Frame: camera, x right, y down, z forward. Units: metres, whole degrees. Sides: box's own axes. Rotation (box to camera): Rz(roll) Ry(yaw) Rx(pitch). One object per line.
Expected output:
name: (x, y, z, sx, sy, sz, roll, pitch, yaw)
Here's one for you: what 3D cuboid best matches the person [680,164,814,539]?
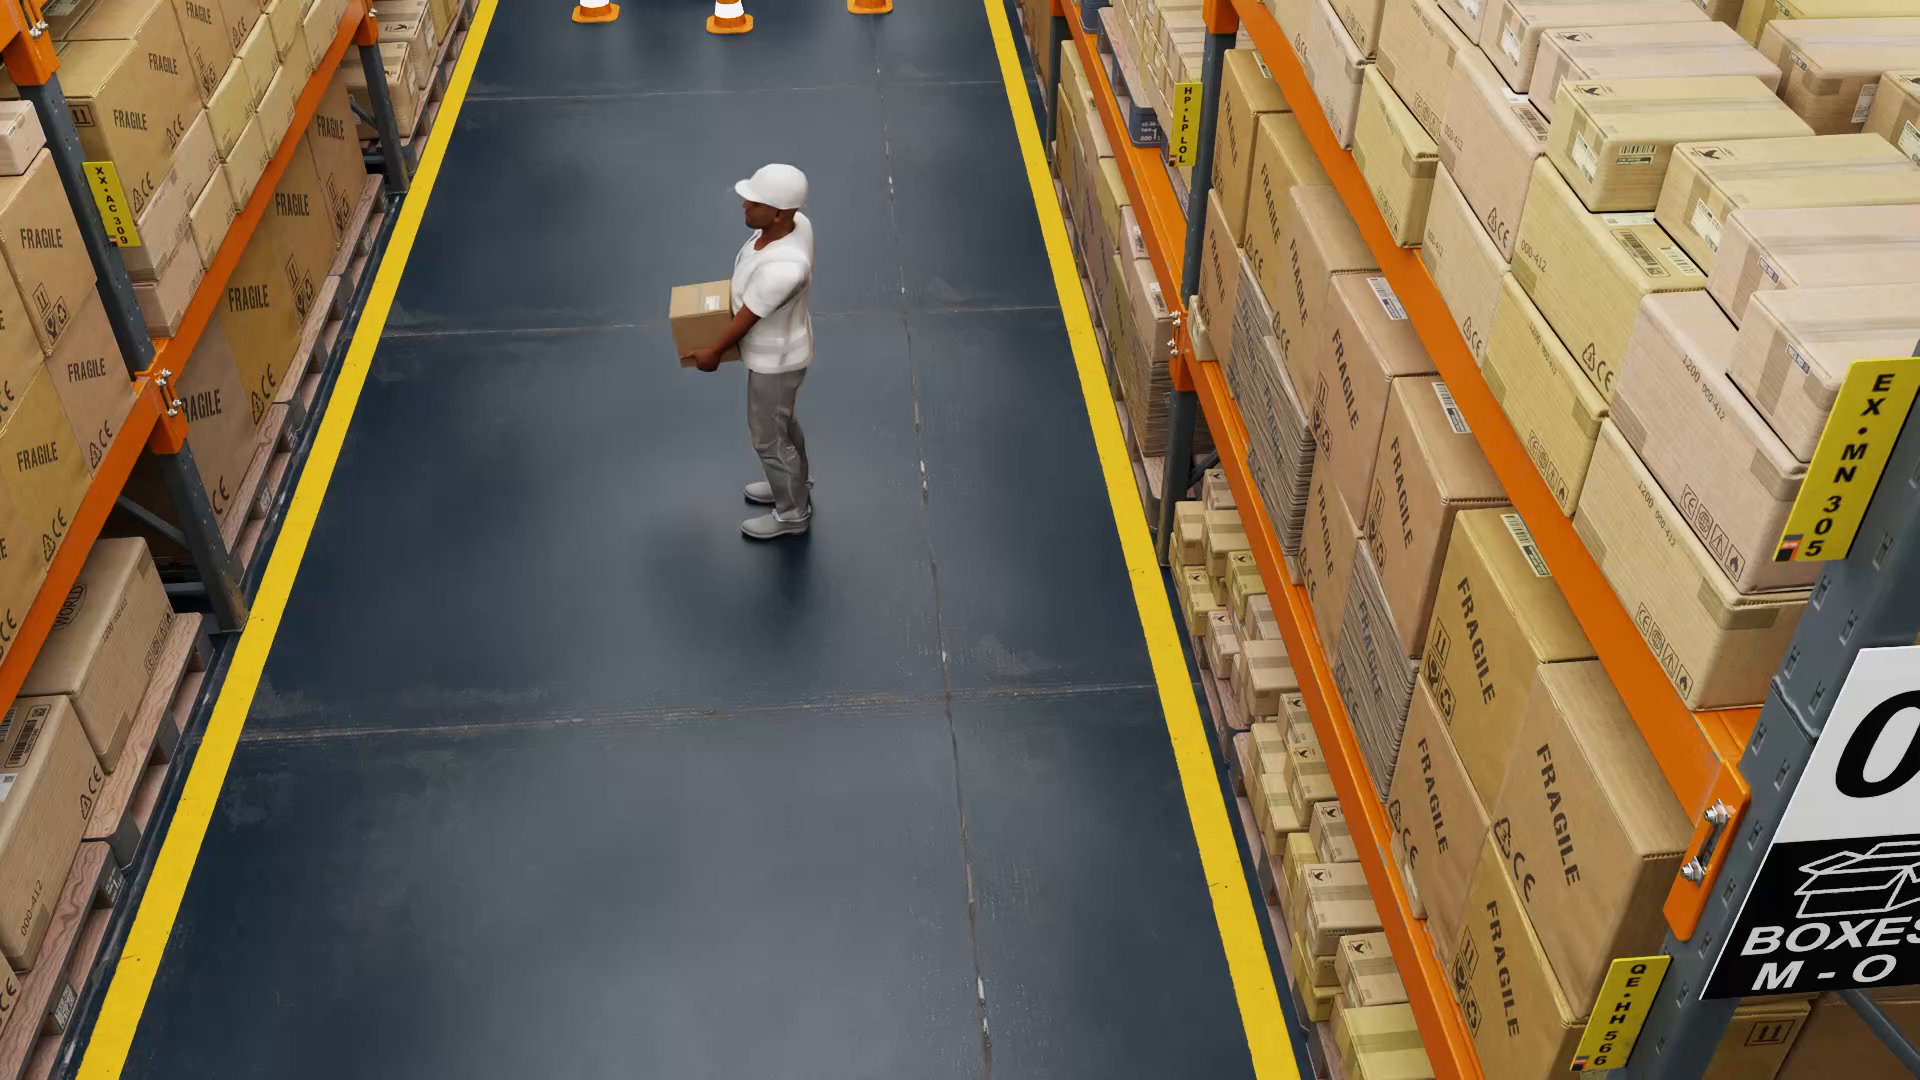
person: (-0.892, -0.794, 7.126, 0.587, 1.758, 0.502, -3, 39, -4)
